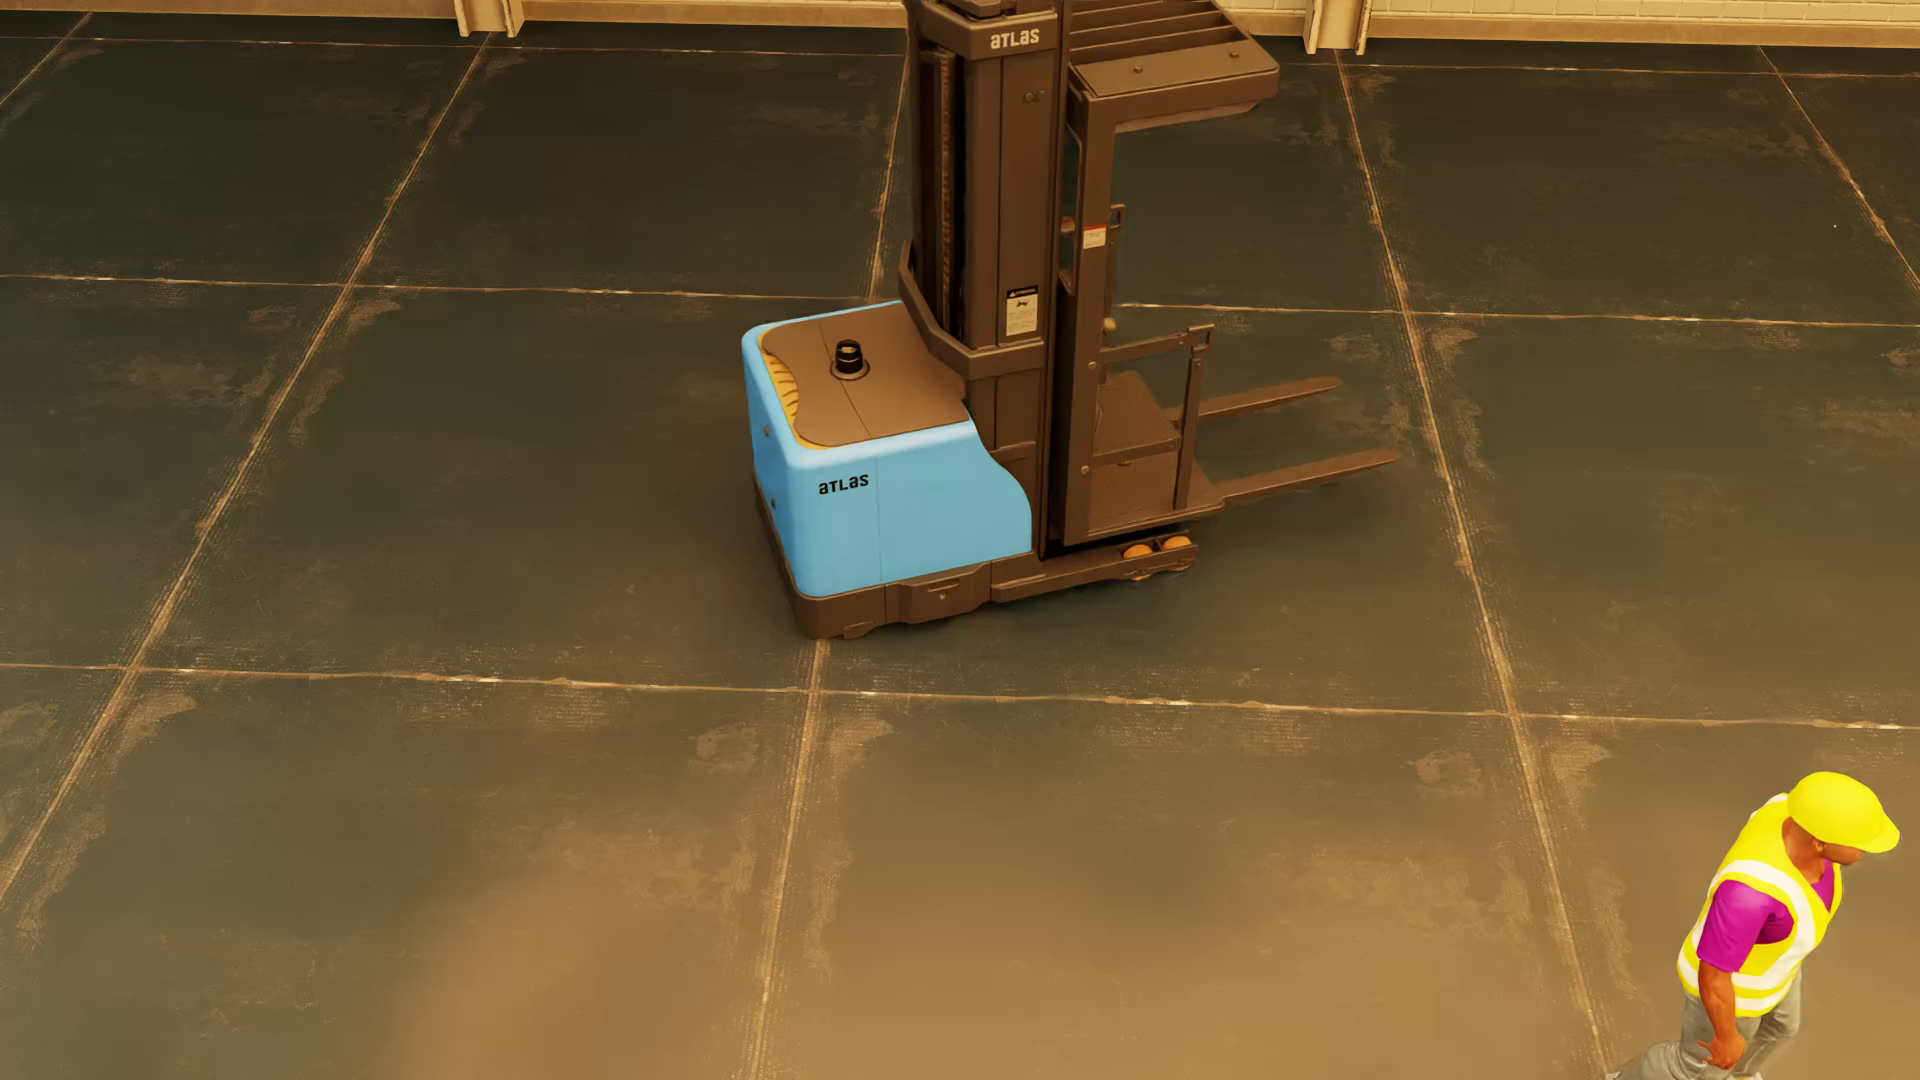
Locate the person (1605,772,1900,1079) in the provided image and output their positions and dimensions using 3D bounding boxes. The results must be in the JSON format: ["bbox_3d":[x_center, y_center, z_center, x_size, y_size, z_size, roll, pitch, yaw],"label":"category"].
[{"bbox_3d":[2.489,1.371,5.160,0.538,1.801,0.663,29,50,28],"label":"person"}]

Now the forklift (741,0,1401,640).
[{"bbox_3d":[0.592,-1.225,7.084,3.031,2.935,1.130,-12,44,-13],"label":"forklift"}]
